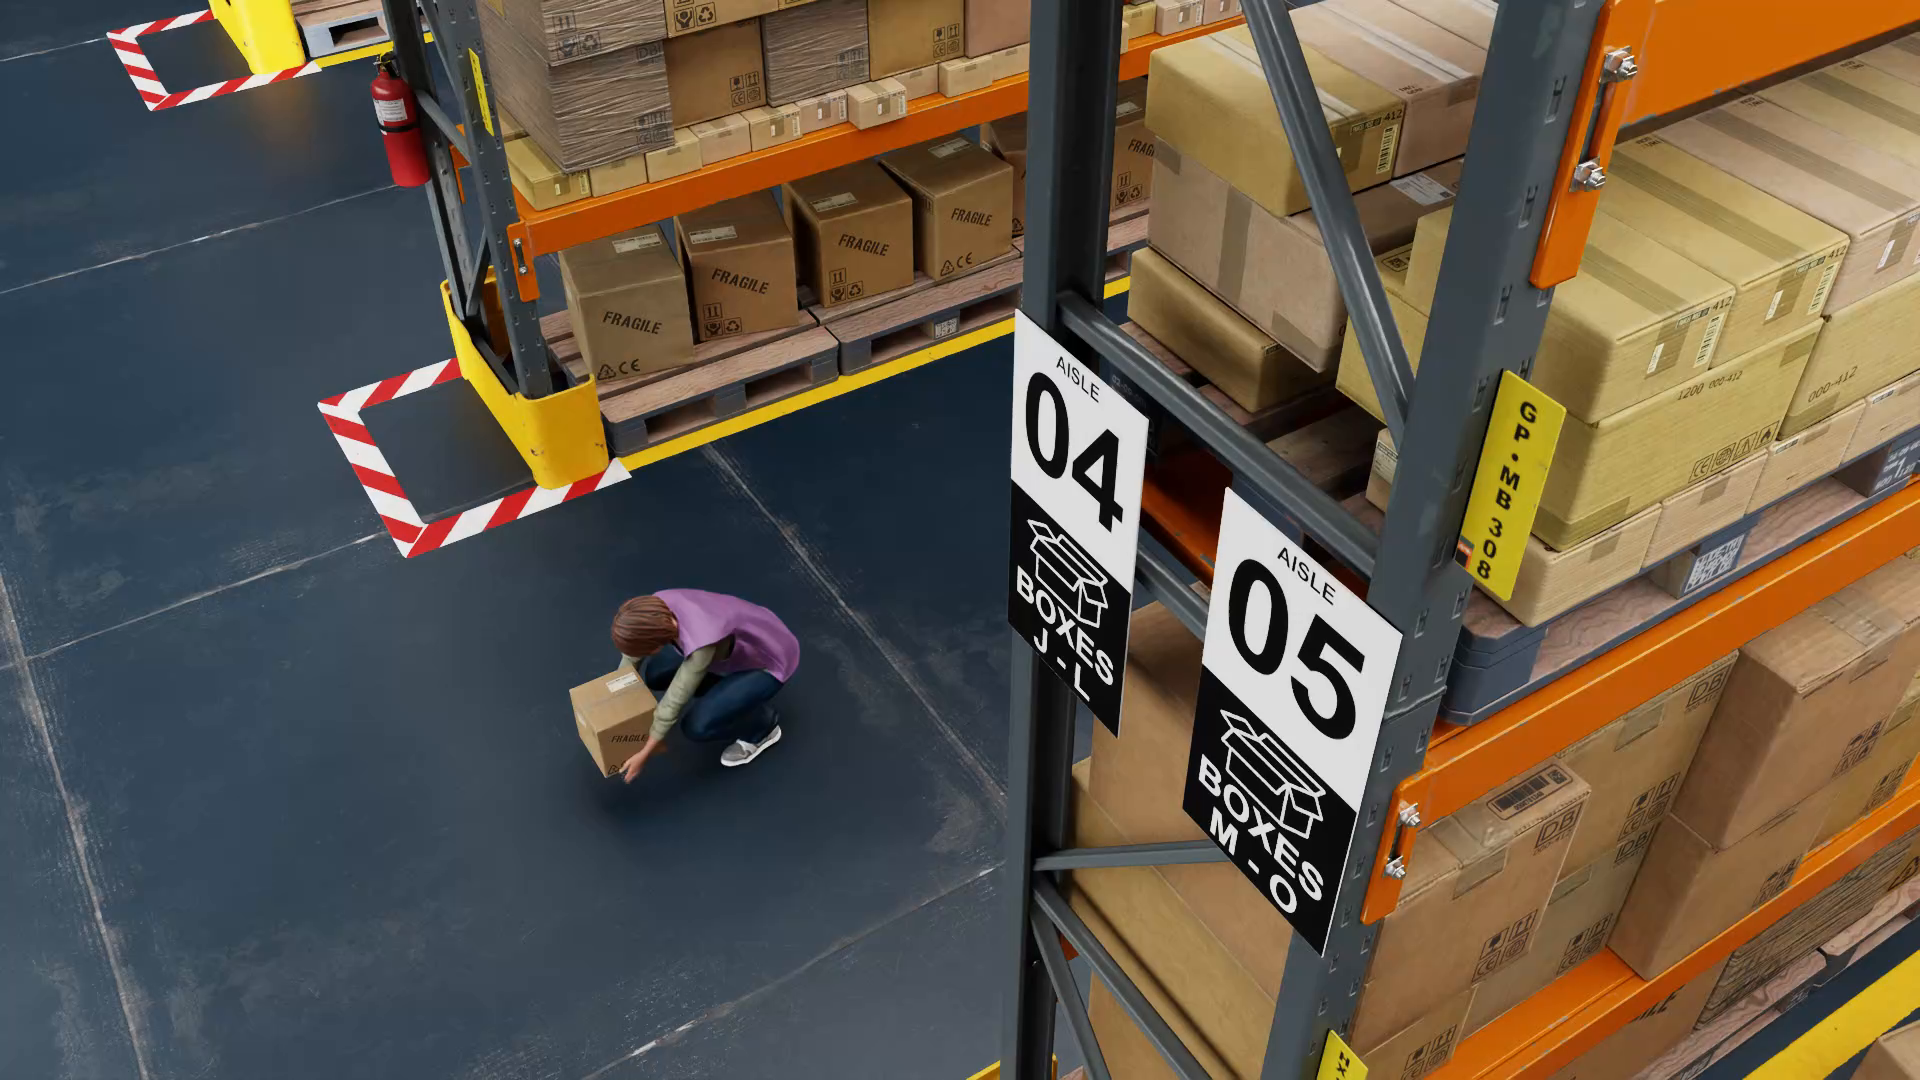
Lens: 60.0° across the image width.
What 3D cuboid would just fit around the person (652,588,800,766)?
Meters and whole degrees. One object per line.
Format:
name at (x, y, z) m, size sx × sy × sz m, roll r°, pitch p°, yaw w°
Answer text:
person at (-0.858, 0.459, 6.259) m, size 0.535 × 0.796 × 0.394 m, roll -23°, pitch 46°, yaw -24°
